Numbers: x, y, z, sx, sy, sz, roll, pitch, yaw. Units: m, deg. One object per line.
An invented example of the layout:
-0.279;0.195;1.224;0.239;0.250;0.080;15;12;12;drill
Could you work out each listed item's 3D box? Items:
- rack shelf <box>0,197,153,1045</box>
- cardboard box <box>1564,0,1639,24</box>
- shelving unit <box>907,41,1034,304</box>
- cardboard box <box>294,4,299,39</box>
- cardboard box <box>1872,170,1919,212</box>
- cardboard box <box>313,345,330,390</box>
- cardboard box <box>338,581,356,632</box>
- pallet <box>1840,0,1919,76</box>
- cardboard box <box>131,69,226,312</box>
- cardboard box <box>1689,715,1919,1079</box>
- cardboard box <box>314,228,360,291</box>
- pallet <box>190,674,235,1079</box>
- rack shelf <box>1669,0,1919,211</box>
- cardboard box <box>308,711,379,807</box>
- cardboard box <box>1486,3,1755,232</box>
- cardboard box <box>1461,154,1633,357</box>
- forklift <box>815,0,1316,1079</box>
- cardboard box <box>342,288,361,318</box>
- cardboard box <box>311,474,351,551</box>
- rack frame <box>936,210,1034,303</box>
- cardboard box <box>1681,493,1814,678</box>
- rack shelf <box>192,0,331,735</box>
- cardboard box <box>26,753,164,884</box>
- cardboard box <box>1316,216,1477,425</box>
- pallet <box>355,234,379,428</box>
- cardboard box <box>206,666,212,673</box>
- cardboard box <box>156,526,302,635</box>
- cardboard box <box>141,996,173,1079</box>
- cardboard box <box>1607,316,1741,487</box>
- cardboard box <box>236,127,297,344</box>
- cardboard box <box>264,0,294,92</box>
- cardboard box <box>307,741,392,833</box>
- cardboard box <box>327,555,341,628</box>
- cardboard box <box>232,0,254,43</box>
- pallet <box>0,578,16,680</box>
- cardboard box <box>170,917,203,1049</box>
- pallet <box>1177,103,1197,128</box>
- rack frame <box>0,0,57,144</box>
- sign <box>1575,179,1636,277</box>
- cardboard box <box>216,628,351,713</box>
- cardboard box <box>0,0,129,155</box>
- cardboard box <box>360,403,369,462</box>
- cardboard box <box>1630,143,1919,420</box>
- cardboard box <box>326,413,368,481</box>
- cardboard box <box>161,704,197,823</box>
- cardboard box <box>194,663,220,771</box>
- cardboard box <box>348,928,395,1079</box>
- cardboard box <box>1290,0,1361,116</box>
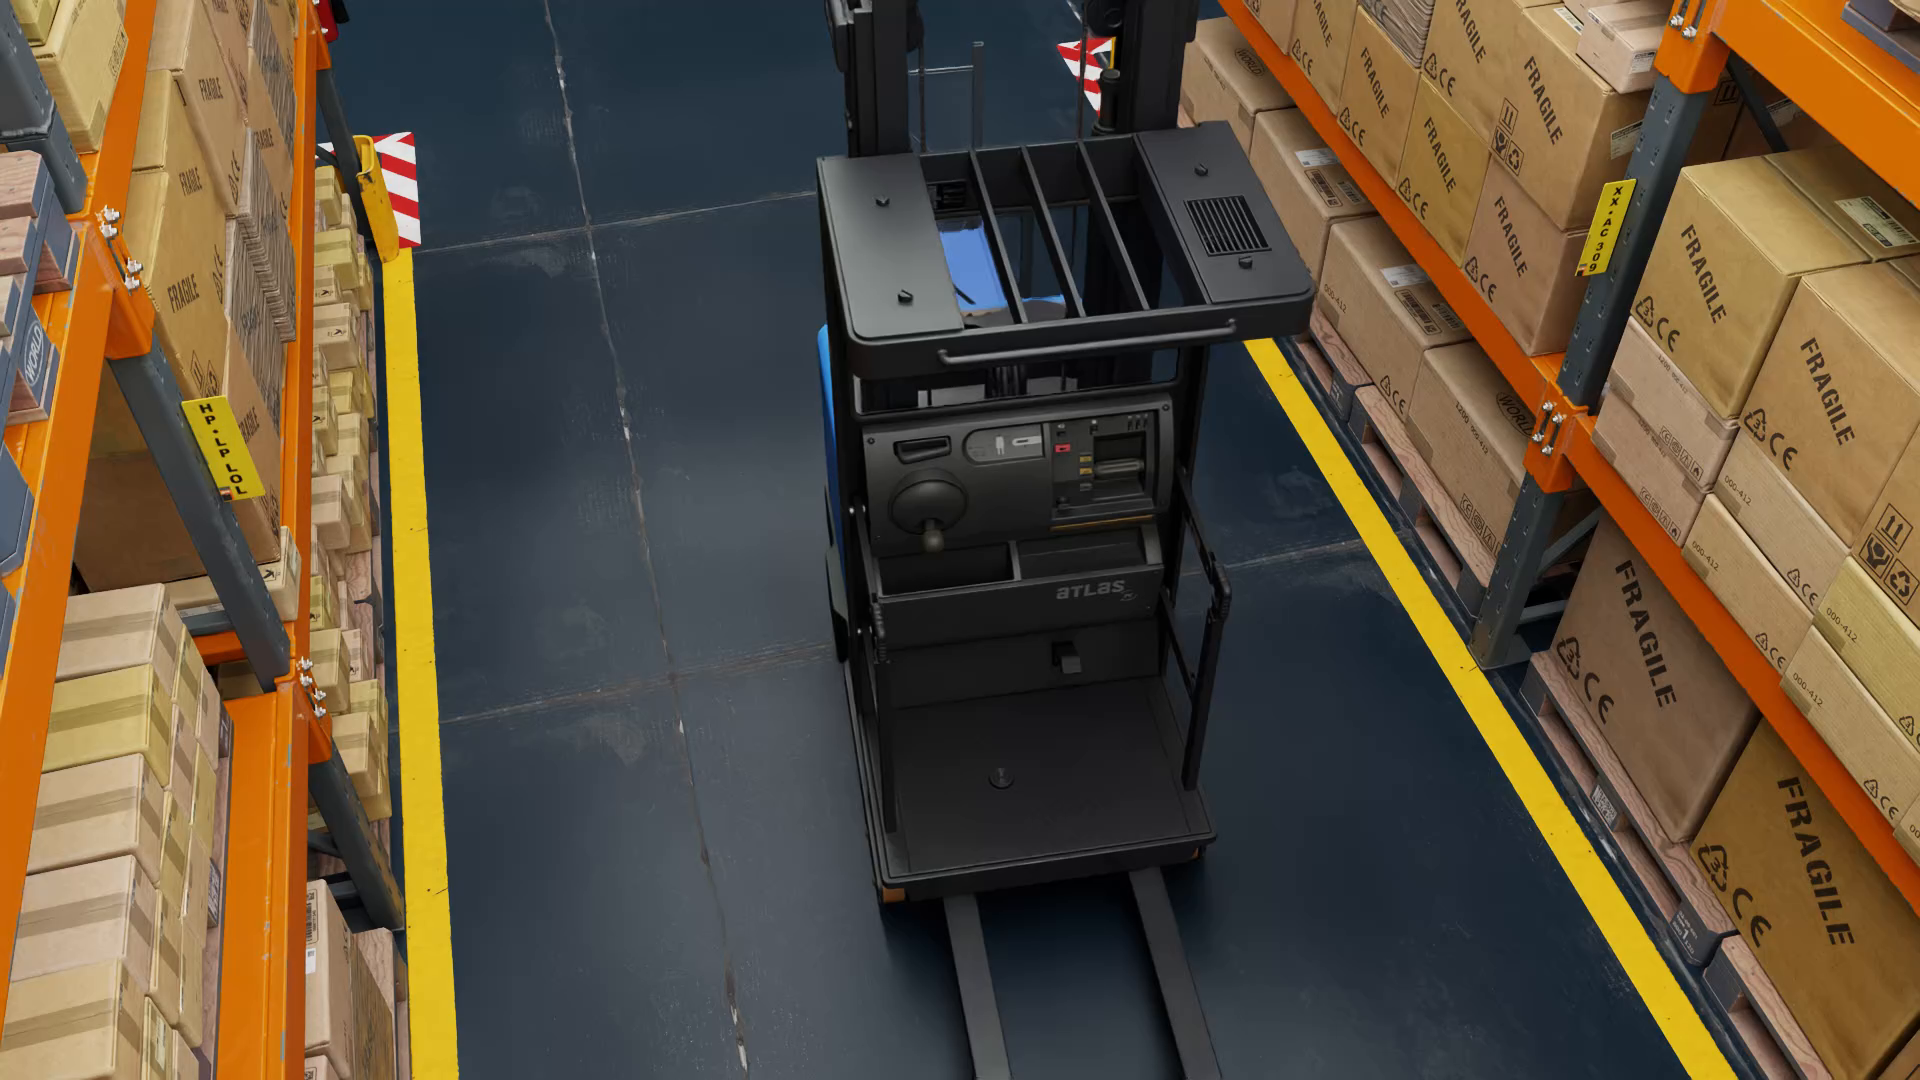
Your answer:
-1.816;0.872;2.198;1.077;0.370;4.000;-11;47;-10;rack shelf
2.082;-1.654;5.046;0.380;0.149;0.250;-10;46;-9;cardboard box
-0.070;-1.052;6.731;0.538;1.500;1.048;-7;46;-7;shelving unit
-2.996;-2.211;6.992;0.380;0.149;0.250;-11;47;-10;cardboard box
2.788;-0.808;4.671;0.500;0.500;0.500;-9;46;-9;cardboard box
-2.686;-0.603;6.526;0.380;0.149;0.250;-12;47;-12;cardboard box
-2.406;0.318;6.040;0.380;0.149;0.250;-12;47;-11;cardboard box
2.713;-1.044;3.707;0.805;0.209;1.217;-12;47;-12;pallet
-2.356;-0.911;4.564;0.500;0.500;0.500;-12;47;-12;cardboard box
2.906;0.947;4.915;0.875;0.875;0.875;-9;46;-9;cardboard box
-2.774;-1.171;7.083;0.380;0.149;0.250;-12;47;-11;cardboard box
-2.273;0.911;3.891;1.003;0.211;1.213;-11;47;-10;pallet
2.943;-0.103;3.154;1.077;0.370;4.000;-11;47;-10;rack shelf
-2.112;0.727;5.431;0.380;0.149;0.250;-9;46;-8;cardboard box
2.043;-1.346;5.198;0.500;0.500;0.500;-11;47;-11;cardboard box
2.065;-0.994;5.554;0.500;0.500;0.500;-10;46;-10;cardboard box
0.217;-0.100;4.796;1.130;2.935;3.031;-7;46;-7;forklift
-2.807;-1.055;7.177;0.380;0.149;0.250;-12;47;-12;cardboard box
-2.417;-0.077;6.011;0.380;0.149;0.250;-10;46;-9;cardboard box
0.015;-0.694;6.380;0.500;1.500;0.032;-7;46;-7;rack frame
2.422;0.076;4.680;0.500;0.250;0.500;-12;47;-11;cardboard box
-2.840;-0.840;5.976;1.077;0.370;4.000;-11;47;-10;rack shelf
-1.903;0.628;3.500;0.380;0.149;0.250;-12;47;-12;cardboard box
2.144;-1.007;7.136;0.875;0.438;0.875;-12;47;-11;cardboard box
-3.159;-0.876;7.461;1.003;0.211;1.213;-11;47;-10;pallet
-2.824;0.362;5.997;0.380;0.149;0.250;-12;47;-11;cardboard box
-2.085;0.122;4.706;0.380;0.149;0.250;-9;46;-9;cardboard box
-1.767;1.086;3.259;0.380;0.149;0.250;-13;47;-12;cardboard box
2.271;-0.453;4.848;0.500;0.250;0.500;-12;47;-11;cardboard box
-2.439;-0.932;5.285;0.500;0.500;0.500;-12;47;-11;cardboard box
-2.862;-1.992;6.323;0.500;0.500;0.500;-11;47;-11;cardboard box
-2.111;0.830;5.538;0.380;0.149;0.250;-13;47;-12;cardboard box
-2.427;0.221;5.927;0.380;0.149;0.250;-13;47;-12;cardboard box
-2.723;-1.984;5.615;0.500;0.500;0.500;-9;46;-8;cardboard box
-2.005;0.467;2.224;1.213;0.211;1.003;-11;47;-10;pallet
-1.842;0.993;3.558;0.380;0.149;0.250;-13;47;-12;cardboard box
1.687;-1.933;8.497;1.003;0.211;1.213;-11;47;-10;pallet
-2.328;-1.810;2.223;1.000;3.000;0.127;-11;47;-10;rack frame
1.895;-0.914;4.883;0.100;0.325;0.005;-11;47;-10;sign
-2.230;0.455;5.489;0.380;0.149;0.250;-9;46;-8;cardboard box
-2.192;-1.076;3.709;0.500;0.250;0.500;-9;46;-8;cardboard box
-2.616;-0.414;6.757;0.380;0.149;0.250;-10;46;-10;cardboard box
2.266;-0.714;4.579;0.500;0.500;0.500;-10;46;-10;cardboard box
-2.517;-0.334;6.471;0.380;0.149;0.250;-10;46;-10;cardboard box
-1.967;0.547;3.788;0.380;0.149;0.250;-10;46;-10;cardboard box
-2.035;0.468;4.073;0.380;0.149;0.250;-12;47;-11;cardboard box
-1.895;1.482;4.653;0.500;0.500;0.500;-12;47;-11;cardboard box
1.666;-2.057;6.595;0.500;0.500;0.500;-9;46;-9;cardboard box
